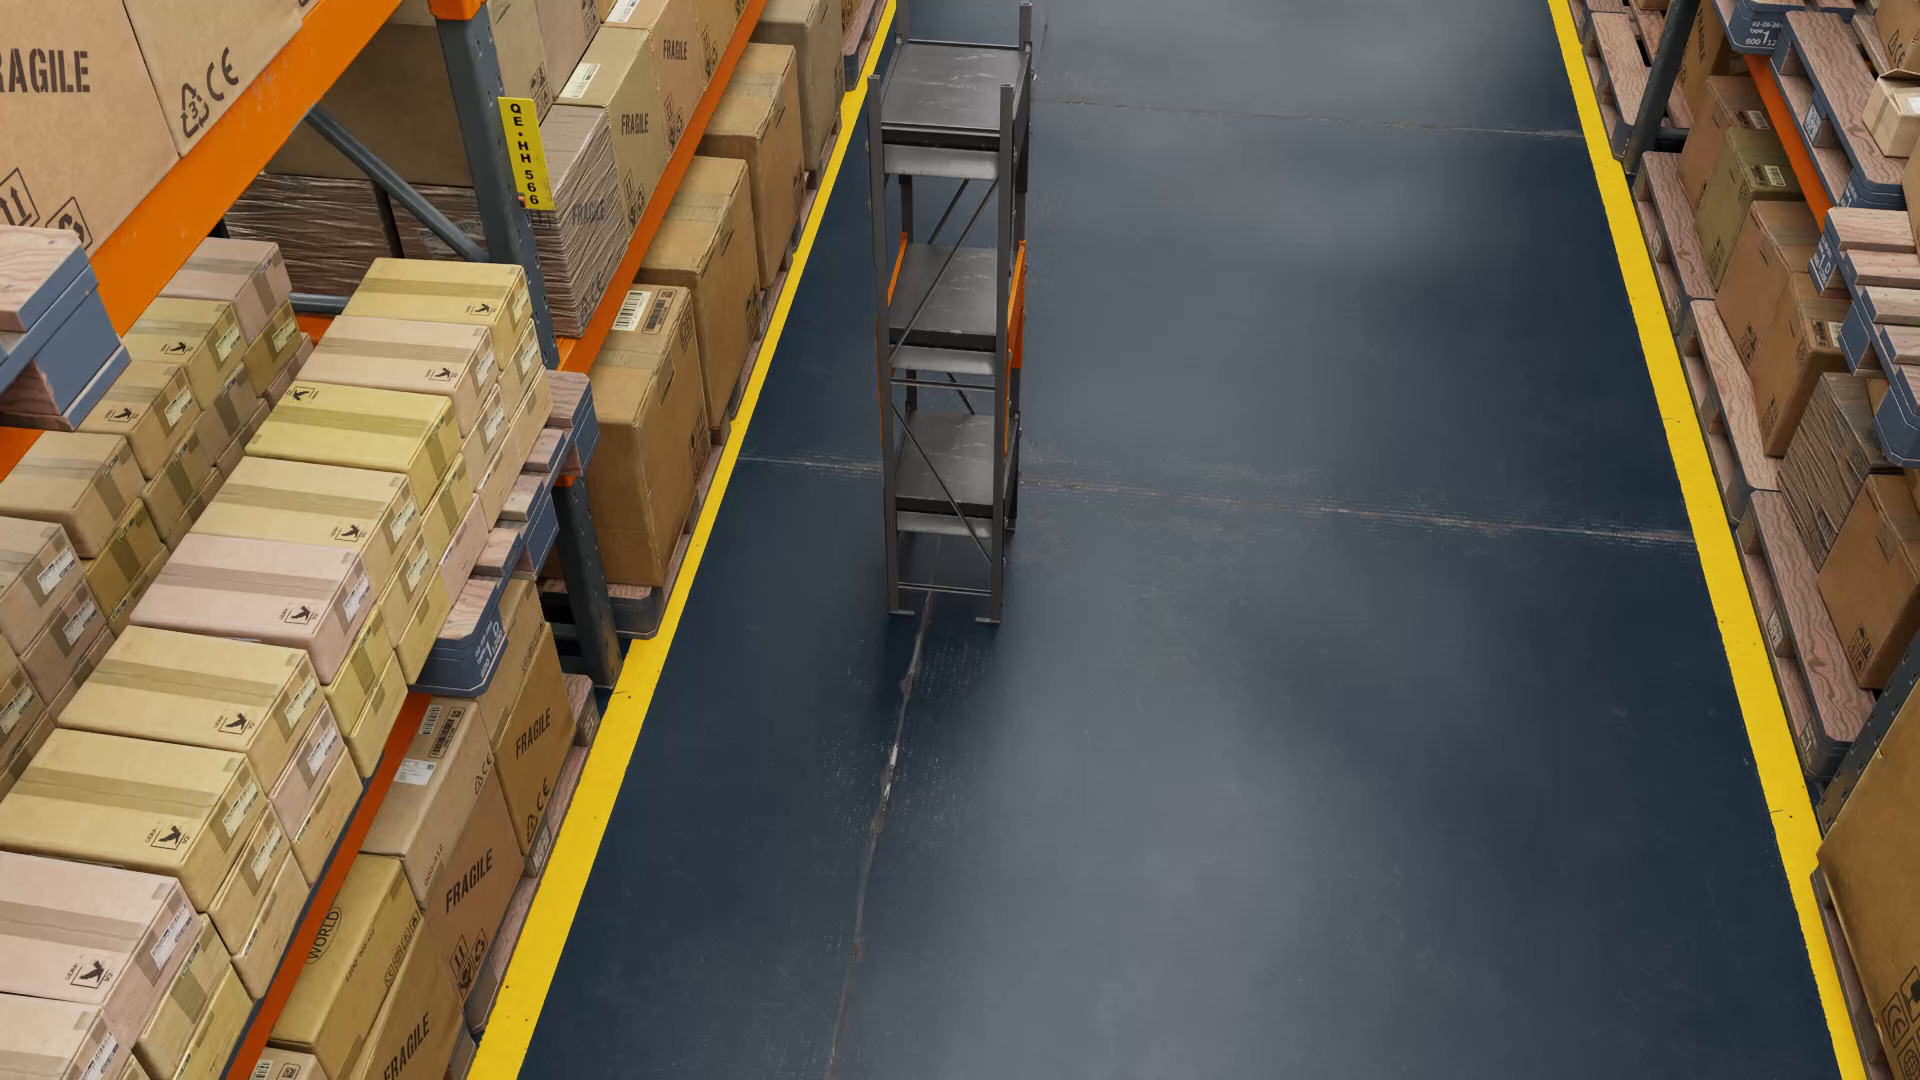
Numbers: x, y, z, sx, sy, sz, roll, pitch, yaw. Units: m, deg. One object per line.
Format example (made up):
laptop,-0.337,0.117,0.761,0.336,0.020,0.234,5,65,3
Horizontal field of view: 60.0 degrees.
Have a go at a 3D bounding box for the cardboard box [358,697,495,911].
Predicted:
cardboard box,-1.561,0.661,4.338,0.500,0.250,0.500,6,44,6

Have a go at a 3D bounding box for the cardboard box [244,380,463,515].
cardboard box,-1.355,-0.209,3.734,0.380,0.149,0.250,6,44,7

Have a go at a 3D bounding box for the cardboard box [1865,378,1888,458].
cardboard box,3.347,-0.484,5.532,0.500,0.250,0.500,10,44,10

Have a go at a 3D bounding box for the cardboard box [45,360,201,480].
cardboard box,-1.997,-0.287,3.816,0.380,0.149,0.250,5,44,5

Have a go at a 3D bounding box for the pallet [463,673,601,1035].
pallet,-1.779,0.888,5.159,1.003,0.211,1.213,5,44,6

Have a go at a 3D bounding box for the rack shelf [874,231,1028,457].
rack shelf,-0.022,-0.640,5.418,0.431,0.518,0.480,5,44,6

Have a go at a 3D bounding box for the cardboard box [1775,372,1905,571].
cardboard box,3.358,-0.227,5.806,0.700,0.500,0.500,2,43,2

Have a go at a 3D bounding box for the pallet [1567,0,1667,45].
pallet,3.970,-3.146,9.419,1.003,0.211,1.213,5,44,6

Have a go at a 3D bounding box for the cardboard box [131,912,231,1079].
cardboard box,-1.527,0.778,2.907,0.380,0.149,0.250,5,44,5

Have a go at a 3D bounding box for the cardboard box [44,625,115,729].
cardboard box,-2.072,0.301,3.628,0.380,0.149,0.250,7,44,7

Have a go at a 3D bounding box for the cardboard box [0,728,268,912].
cardboard box,-1.493,0.499,2.985,0.380,0.149,0.250,6,44,7

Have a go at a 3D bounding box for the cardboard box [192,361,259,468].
cardboard box,-1.971,-0.330,4.078,0.380,0.149,0.250,7,44,8

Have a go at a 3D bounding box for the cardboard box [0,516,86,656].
cardboard box,-2.067,0.078,3.431,0.380,0.149,0.250,7,44,7

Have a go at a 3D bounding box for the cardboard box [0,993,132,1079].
cardboard box,-1.559,0.855,2.610,0.380,0.149,0.250,5,44,5

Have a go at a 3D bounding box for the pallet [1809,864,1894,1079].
pallet,3.050,1.405,4.612,1.003,0.211,1.213,5,44,6

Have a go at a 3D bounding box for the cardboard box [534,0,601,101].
cardboard box,-1.540,-1.707,5.071,0.700,0.500,0.500,5,44,5

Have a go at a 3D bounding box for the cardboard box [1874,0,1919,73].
cardboard box,3.620,-1.864,5.656,0.797,0.503,0.637,9,44,10

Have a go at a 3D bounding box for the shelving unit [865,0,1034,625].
shelving unit,-0.022,-0.650,5.409,0.431,2.100,0.503,5,44,6

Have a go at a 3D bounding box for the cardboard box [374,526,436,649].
cardboard box,-1.388,0.084,3.641,0.380,0.149,0.250,5,44,6

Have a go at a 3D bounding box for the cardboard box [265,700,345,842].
cardboard box,-1.457,0.431,3.274,0.380,0.149,0.250,6,44,7

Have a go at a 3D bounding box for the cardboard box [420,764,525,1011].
cardboard box,-1.575,0.924,4.605,0.500,0.500,0.500,7,44,7

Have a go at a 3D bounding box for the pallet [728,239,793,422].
pallet,-1.332,-1.004,7.157,1.003,0.211,1.213,5,44,6

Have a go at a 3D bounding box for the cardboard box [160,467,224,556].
cardboard box,-2.005,-0.065,4.014,0.380,0.149,0.250,7,44,8

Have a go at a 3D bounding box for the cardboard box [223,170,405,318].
cardboard box,-1.881,-1.025,5.078,0.500,0.500,0.500,5,44,6

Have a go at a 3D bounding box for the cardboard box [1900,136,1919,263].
cardboard box,3.235,-1.088,4.839,0.700,0.500,0.500,11,45,12

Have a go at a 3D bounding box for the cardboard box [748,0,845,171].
cardboard box,-1.139,-2.288,7.815,1.050,0.750,0.750,5,44,5

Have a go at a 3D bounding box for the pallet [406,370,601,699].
pallet,-1.663,-0.092,4.305,1.213,0.211,1.003,5,44,6

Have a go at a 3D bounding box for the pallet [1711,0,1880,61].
pallet,3.512,-2.286,6.622,1.003,0.211,1.213,5,44,6

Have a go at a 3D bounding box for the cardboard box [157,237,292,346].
cardboard box,-1.928,-0.634,4.183,0.380,0.149,0.250,5,44,6

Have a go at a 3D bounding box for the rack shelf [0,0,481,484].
rack shelf,-1.939,-0.122,2.539,1.077,0.370,4.000,5,44,6

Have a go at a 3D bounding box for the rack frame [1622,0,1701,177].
rack frame,3.757,-2.864,7.093,1.000,3.000,0.127,5,44,6

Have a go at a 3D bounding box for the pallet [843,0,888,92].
pallet,-0.968,-2.882,9.140,1.003,0.211,1.213,5,44,6

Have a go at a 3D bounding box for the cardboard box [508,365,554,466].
cardboard box,-1.284,-0.341,4.305,0.380,0.149,0.250,6,44,6

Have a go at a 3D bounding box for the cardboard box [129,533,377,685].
cardboard box,-1.424,0.137,3.369,0.380,0.149,0.250,5,44,6

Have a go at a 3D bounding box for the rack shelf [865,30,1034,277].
rack shelf,-0.022,-1.148,4.937,0.431,0.518,0.480,5,44,6

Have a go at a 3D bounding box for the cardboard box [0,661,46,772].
cardboard box,-2.106,0.362,3.347,0.380,0.149,0.250,5,44,5

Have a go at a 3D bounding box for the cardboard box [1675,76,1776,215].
cardboard box,3.655,-1.699,7.361,0.700,0.500,0.500,2,43,2

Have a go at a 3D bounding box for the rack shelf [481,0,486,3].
rack shelf,-1.410,-2.848,5.418,1.077,0.370,4.000,5,44,6

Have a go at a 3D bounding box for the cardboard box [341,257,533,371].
cardboard box,-1.285,-0.559,4.103,0.380,0.149,0.250,4,44,4

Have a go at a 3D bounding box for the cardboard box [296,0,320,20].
cardboard box,-1.498,-1.371,3.261,0.500,0.500,0.500,5,44,6

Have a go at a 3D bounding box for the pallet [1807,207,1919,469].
pallet,3.217,-0.563,4.803,1.213,0.211,1.003,5,44,6

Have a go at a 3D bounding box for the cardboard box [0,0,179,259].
cardboard box,-1.622,-0.688,2.541,0.500,0.500,0.500,5,44,6

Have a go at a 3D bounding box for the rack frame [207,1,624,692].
rack frame,-1.675,-0.657,4.763,1.000,3.000,0.127,5,44,6

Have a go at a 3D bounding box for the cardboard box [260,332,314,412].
cardboard box,-1.934,-0.432,4.402,0.380,0.149,0.250,5,44,5

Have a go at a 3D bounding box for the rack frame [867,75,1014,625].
rack frame,-0.054,-0.483,5.233,0.400,2.100,0.015,5,44,6

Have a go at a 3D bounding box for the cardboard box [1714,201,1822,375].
cardboard box,3.500,-0.995,6.617,0.700,0.500,0.500,2,43,2

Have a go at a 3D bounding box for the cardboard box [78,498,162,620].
cardboard box,-2.036,0.024,3.704,0.380,0.149,0.250,5,44,6

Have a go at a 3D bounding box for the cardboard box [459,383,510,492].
cardboard box,-1.322,-0.266,4.011,0.380,0.149,0.250,7,44,7

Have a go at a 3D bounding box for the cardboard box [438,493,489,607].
cardboard box,-1.352,0.004,3.942,0.380,0.149,0.250,6,44,6

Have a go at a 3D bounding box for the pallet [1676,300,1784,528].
pallet,3.497,-0.487,6.610,1.003,0.211,1.213,5,44,6

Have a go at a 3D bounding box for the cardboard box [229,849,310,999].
cardboard box,-1.492,0.719,3.186,0.380,0.149,0.250,3,44,4

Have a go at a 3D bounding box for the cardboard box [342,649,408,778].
cardboard box,-1.423,0.357,3.569,0.380,0.149,0.250,3,44,4

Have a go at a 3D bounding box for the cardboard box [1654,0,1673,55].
cardboard box,3.918,-2.768,8.505,0.500,0.500,0.500,19,46,19

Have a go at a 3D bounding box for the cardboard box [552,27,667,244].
cardboard box,-1.283,-1.322,5.392,0.500,0.500,0.500,5,44,5

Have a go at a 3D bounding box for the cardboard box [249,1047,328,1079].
cardboard box,-1.704,1.362,3.597,0.500,0.250,0.500,7,44,7

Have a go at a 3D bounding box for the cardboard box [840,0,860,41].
cardboard box,-0.993,-3.187,8.674,0.875,0.875,0.875,6,44,6

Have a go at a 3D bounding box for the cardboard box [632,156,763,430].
cardboard box,-1.393,-0.996,6.451,1.050,0.750,0.750,6,44,6

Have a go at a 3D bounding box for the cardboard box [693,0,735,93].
cardboard box,-1.148,-2.005,6.113,0.500,0.500,0.500,5,44,5
